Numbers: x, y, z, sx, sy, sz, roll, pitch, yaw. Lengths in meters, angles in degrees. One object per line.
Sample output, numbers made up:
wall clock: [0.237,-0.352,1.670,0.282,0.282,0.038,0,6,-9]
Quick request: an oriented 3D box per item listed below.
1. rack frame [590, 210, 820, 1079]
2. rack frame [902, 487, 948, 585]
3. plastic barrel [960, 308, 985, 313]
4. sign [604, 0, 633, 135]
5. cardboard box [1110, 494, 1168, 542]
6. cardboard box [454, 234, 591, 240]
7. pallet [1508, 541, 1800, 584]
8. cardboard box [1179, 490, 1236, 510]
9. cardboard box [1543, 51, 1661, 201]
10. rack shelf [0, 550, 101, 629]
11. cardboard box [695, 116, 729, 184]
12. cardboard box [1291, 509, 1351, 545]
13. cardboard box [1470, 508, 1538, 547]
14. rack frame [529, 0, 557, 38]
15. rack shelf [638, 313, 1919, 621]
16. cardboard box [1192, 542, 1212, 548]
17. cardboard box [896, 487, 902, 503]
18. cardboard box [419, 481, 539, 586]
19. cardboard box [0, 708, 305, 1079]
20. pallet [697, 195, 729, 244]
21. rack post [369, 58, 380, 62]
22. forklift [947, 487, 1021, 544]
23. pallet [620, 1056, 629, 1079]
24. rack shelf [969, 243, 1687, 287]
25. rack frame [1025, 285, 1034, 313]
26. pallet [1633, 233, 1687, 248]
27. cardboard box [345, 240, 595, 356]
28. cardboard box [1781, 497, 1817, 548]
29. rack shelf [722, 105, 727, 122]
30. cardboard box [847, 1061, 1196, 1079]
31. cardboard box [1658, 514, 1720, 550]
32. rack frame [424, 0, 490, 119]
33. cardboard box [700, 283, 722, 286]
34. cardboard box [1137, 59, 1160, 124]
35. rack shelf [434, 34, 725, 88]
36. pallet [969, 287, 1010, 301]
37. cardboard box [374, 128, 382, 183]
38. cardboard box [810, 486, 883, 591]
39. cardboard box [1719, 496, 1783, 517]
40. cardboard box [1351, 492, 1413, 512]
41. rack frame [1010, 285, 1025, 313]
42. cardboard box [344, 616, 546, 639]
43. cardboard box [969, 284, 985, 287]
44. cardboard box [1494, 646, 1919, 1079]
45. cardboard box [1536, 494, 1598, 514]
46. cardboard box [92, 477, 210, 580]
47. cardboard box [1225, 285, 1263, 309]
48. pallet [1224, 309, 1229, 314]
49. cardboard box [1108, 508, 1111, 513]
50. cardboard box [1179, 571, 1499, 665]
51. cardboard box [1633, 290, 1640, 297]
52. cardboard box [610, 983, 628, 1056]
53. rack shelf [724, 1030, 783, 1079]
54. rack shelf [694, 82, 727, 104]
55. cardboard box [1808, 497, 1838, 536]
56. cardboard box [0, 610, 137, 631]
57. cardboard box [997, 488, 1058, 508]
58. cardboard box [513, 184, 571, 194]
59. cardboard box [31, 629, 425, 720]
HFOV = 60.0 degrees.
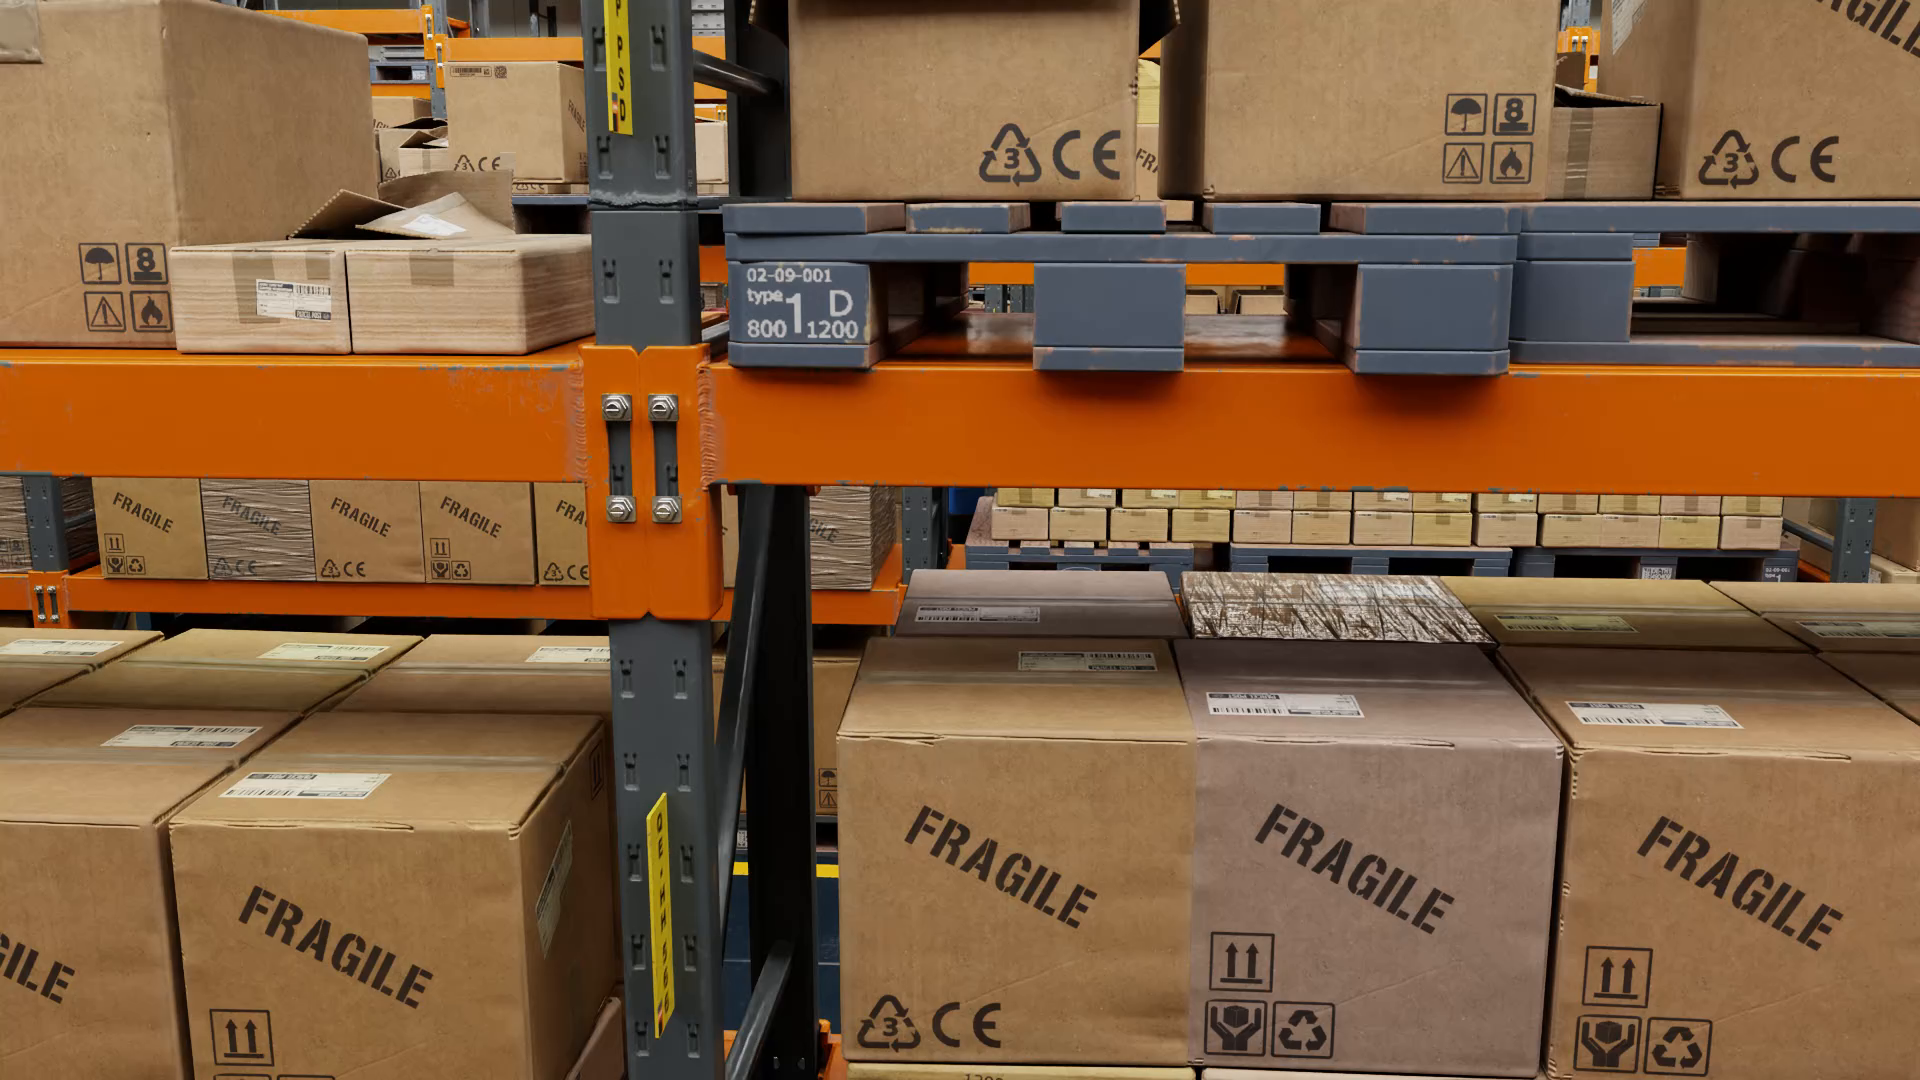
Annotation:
rack frame: [-0.388,0.939,2.955,0.127,3.000,1.000,1,12,4]
rack frame: [-0.158,-0.074,7.796,0.127,3.000,1.000,1,12,4]
plastic barrel: [0.122,-2.109,17.191,0.708,0.536,0.600,1,12,4]
sign: [-0.427,-0.672,2.065,0.005,0.325,0.100,1,12,4]
cardboard box: [0.811,-0.102,7.518,0.250,0.149,0.380,1,12,7]
cardboard box: [-0.691,-0.446,2.860,0.250,0.149,0.380,1,12,4]
pallet: [3.080,0.034,7.746,1.213,0.211,1.003,1,12,4]
cardboard box: [1.099,-0.245,7.475,0.250,0.149,0.380,1,12,4]
cardboard box: [1.009,-0.722,2.870,0.258,0.266,0.396,0,12,2]
rack shelf: [-6.145,0.196,8.262,4.000,0.370,1.077,1,12,4]
cardboard box: [-1.221,-1.706,7.220,0.500,0.311,0.500,1,12,4]
cardboard box: [1.598,-0.092,7.468,0.250,0.149,0.380,1,12,5]
cardboard box: [2.387,-0.080,7.414,0.250,0.149,0.380,0,12,1]
rack frame: [-6.715,-7.168,27.055,0.127,3.000,1.000,1,12,4]
rack shelf: [1.607,-0.150,2.591,4.000,0.370,1.077,1,12,4]
cardboard box: [1.850,-0.224,12.677,0.875,0.875,1.225,1,12,4]
cardboard box: [-0.397,-0.448,12.782,0.500,0.250,0.500,1,12,6]
cardboard box: [-2.134,-0.094,7.649,0.500,0.500,0.500,1,12,5]
cardboard box: [-1.377,0.584,2.653,0.500,0.500,0.500,1,12,3]
pallet: [-0.804,-1.448,7.499,1.003,0.211,1.213,1,12,6]
rack post: [-6.632,-4.863,17.257,0.954,0.300,0.937,2,12,10]
forklift: [1.423,-1.427,14.430,3.031,2.935,1.130,1,12,5]
pallet: [-1.107,1.044,2.917,1.003,0.211,1.213,1,12,4]
rack shelf: [1.837,-1.163,7.432,4.000,0.370,1.077,1,12,4]
rack frame: [0.940,-3.110,22.308,0.127,3.000,1.000,1,12,4]
pallet: [3.224,-1.426,7.391,1.003,0.211,1.213,1,12,4]
cardboard box: [-0.717,-0.368,2.489,0.250,0.149,0.380,1,12,4]
cardboard box: [5.816,-0.159,12.366,0.875,0.875,0.875,1,12,4]
rack shelf: [-1.056,-5.526,21.939,4.000,0.370,1.077,1,12,4]
cardboard box: [0.101,0.825,2.645,0.500,0.250,0.500,1,12,3]
cardboard box: [3.164,-0.070,7.366,0.250,0.149,0.380,1,12,4]
rack frame: [-3.717,-4.077,12.281,0.127,3.000,1.000,1,12,4]
cardboard box: [-3.337,-3.491,22.302,0.250,0.149,0.380,1,12,4]
cardboard box: [0.741,-1.897,7.071,0.258,0.266,0.396,1,12,4]
rack shelf: [-1.722,-3.502,12.265,4.000,0.370,1.077,1,12,4]
pallet: [0.549,-4.016,27.108,1.003,0.211,1.213,1,12,4]
cardboard box: [-2.903,-1.806,7.847,0.500,0.250,0.500,1,12,3]
cardboard box: [-0.626,-0.074,7.553,0.500,0.500,0.500,1,12,4]
cardboard box: [3.422,-0.213,7.320,0.250,0.149,0.380,1,12,5]
cardboard box: [1.865,-0.234,7.424,0.250,0.149,0.380,1,12,6]
rack frame: [0.605,-2.098,17.471,0.127,3.000,1.000,1,12,4]
cardboard box: [-2.562,0.771,8.226,0.750,0.750,1.050,1,12,4]
cardboard box: [0.238,-4.393,27.122,0.500,0.500,0.700,0,12,-2]
cardboard box: [1.098,0.472,2.500,0.500,0.500,0.500,1,12,5]
cardboard box: [2.639,-0.223,7.369,0.250,0.149,0.380,0,12,2]
cardboard box: [-3.643,-0.116,7.750,0.500,0.500,0.500,1,12,4]
cardboard box: [3.783,-3.358,22.226,0.500,0.500,0.700,3,12,13]
pallet: [4.141,-2.994,22.225,1.213,0.211,1.003,1,12,4]
cardboard box: [0.612,-0.240,8.177,0.250,0.149,0.380,1,12,4]
cardboard box: [0.657,0.359,3.039,0.500,0.500,0.500,1,12,5]
cardboard box: [8.457,-3.000,21.538,0.500,0.500,0.500,1,12,5]
cardboard box: [-0.700,0.814,3.141,0.250,0.149,0.380,0,12,0]
rack shelf: [-2.384,1.263,3.160,4.000,0.370,1.077,1,12,4]
rack shelf: [-1.391,-4.514,17.102,4.000,0.370,1.077,1,12,4]
cardboard box: [4.334,-0.265,7.738,0.500,0.500,0.500,1,12,4]
cardboard box: [-4.772,0.683,8.342,0.875,0.875,0.875,1,12,5]
cardboard box: [0.310,-0.255,7.521,0.250,0.149,0.380,1,12,6]
cardboard box: [-3.255,-2.838,12.407,0.637,0.503,0.797,0,12,1]
cardboard box: [-1.342,0.479,3.154,0.500,0.500,0.500,1,12,7]
